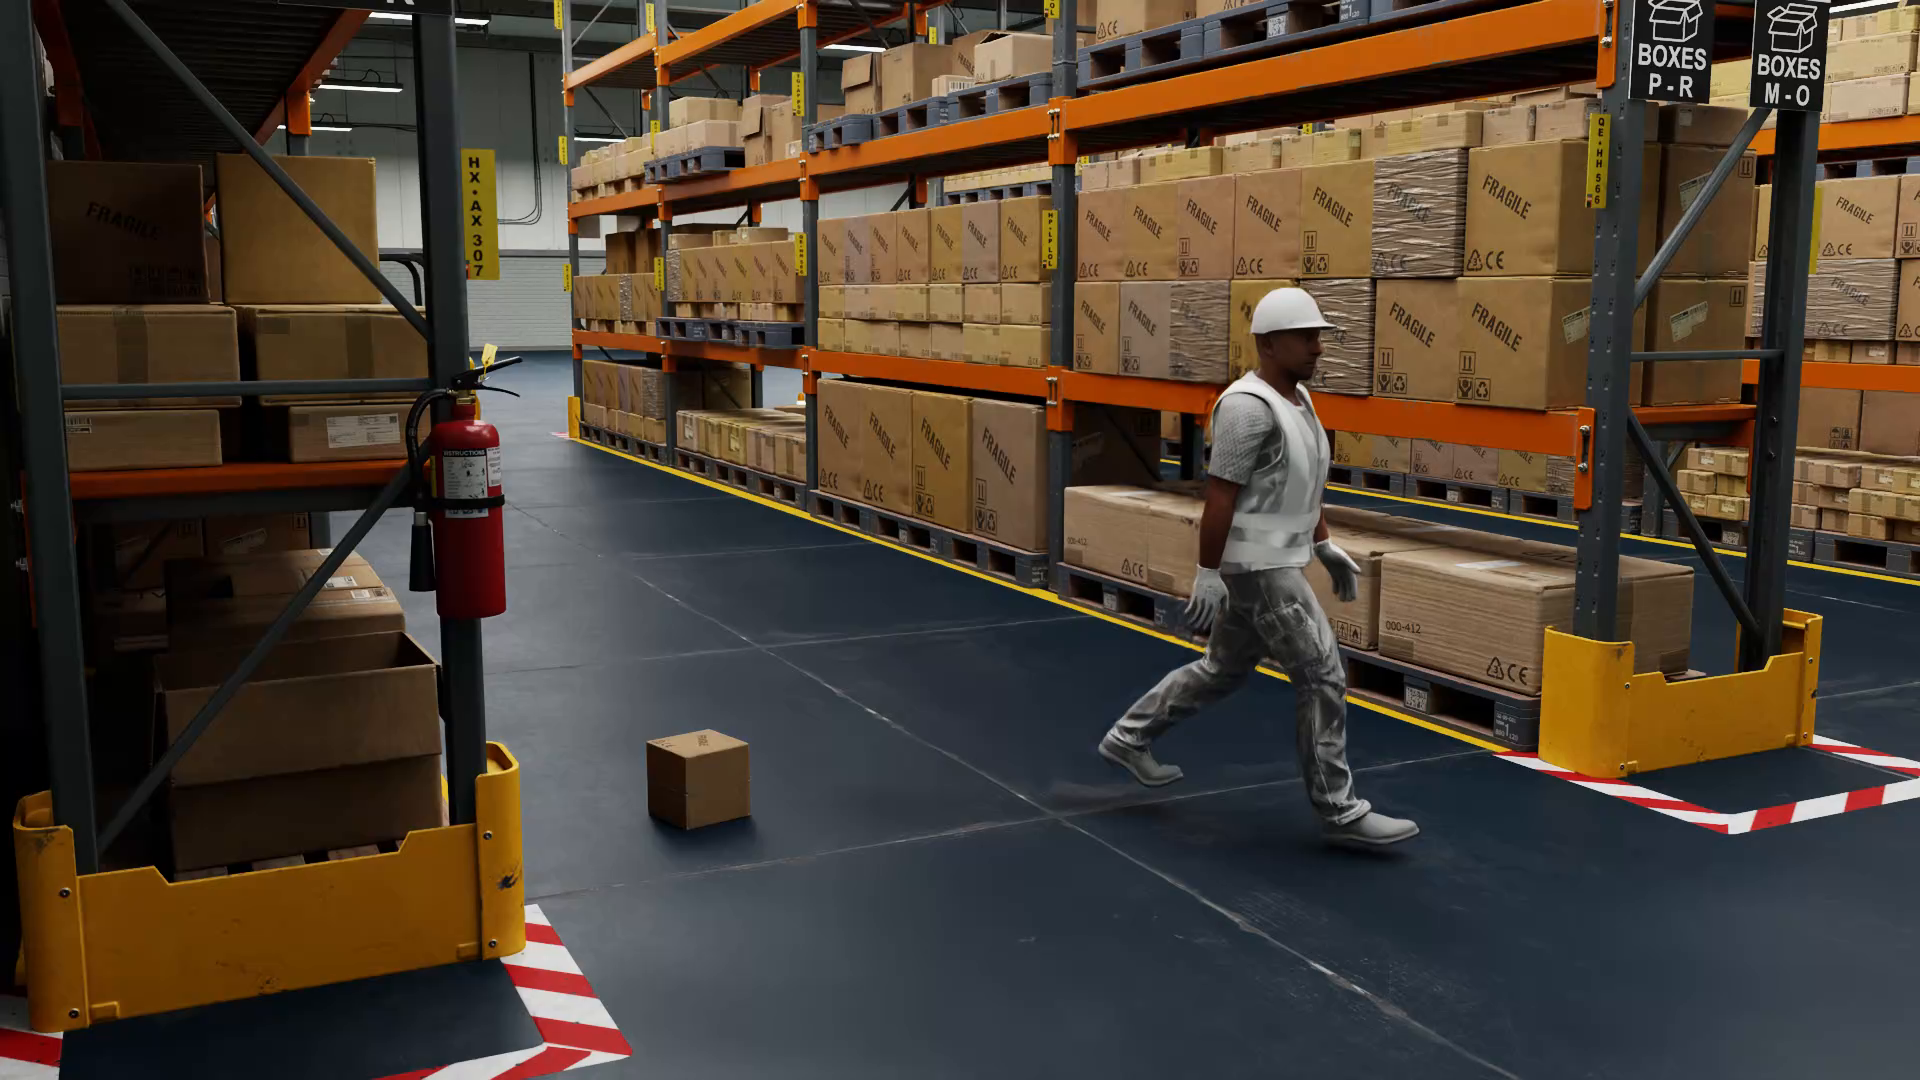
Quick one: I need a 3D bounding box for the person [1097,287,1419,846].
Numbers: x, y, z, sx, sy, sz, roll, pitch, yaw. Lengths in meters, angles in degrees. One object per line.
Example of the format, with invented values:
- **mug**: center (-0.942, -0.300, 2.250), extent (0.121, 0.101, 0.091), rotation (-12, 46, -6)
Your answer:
- **person**: center (0.947, 0.070, 5.313), extent (1.095, 1.735, 0.560), rotation (3, 9, 21)
